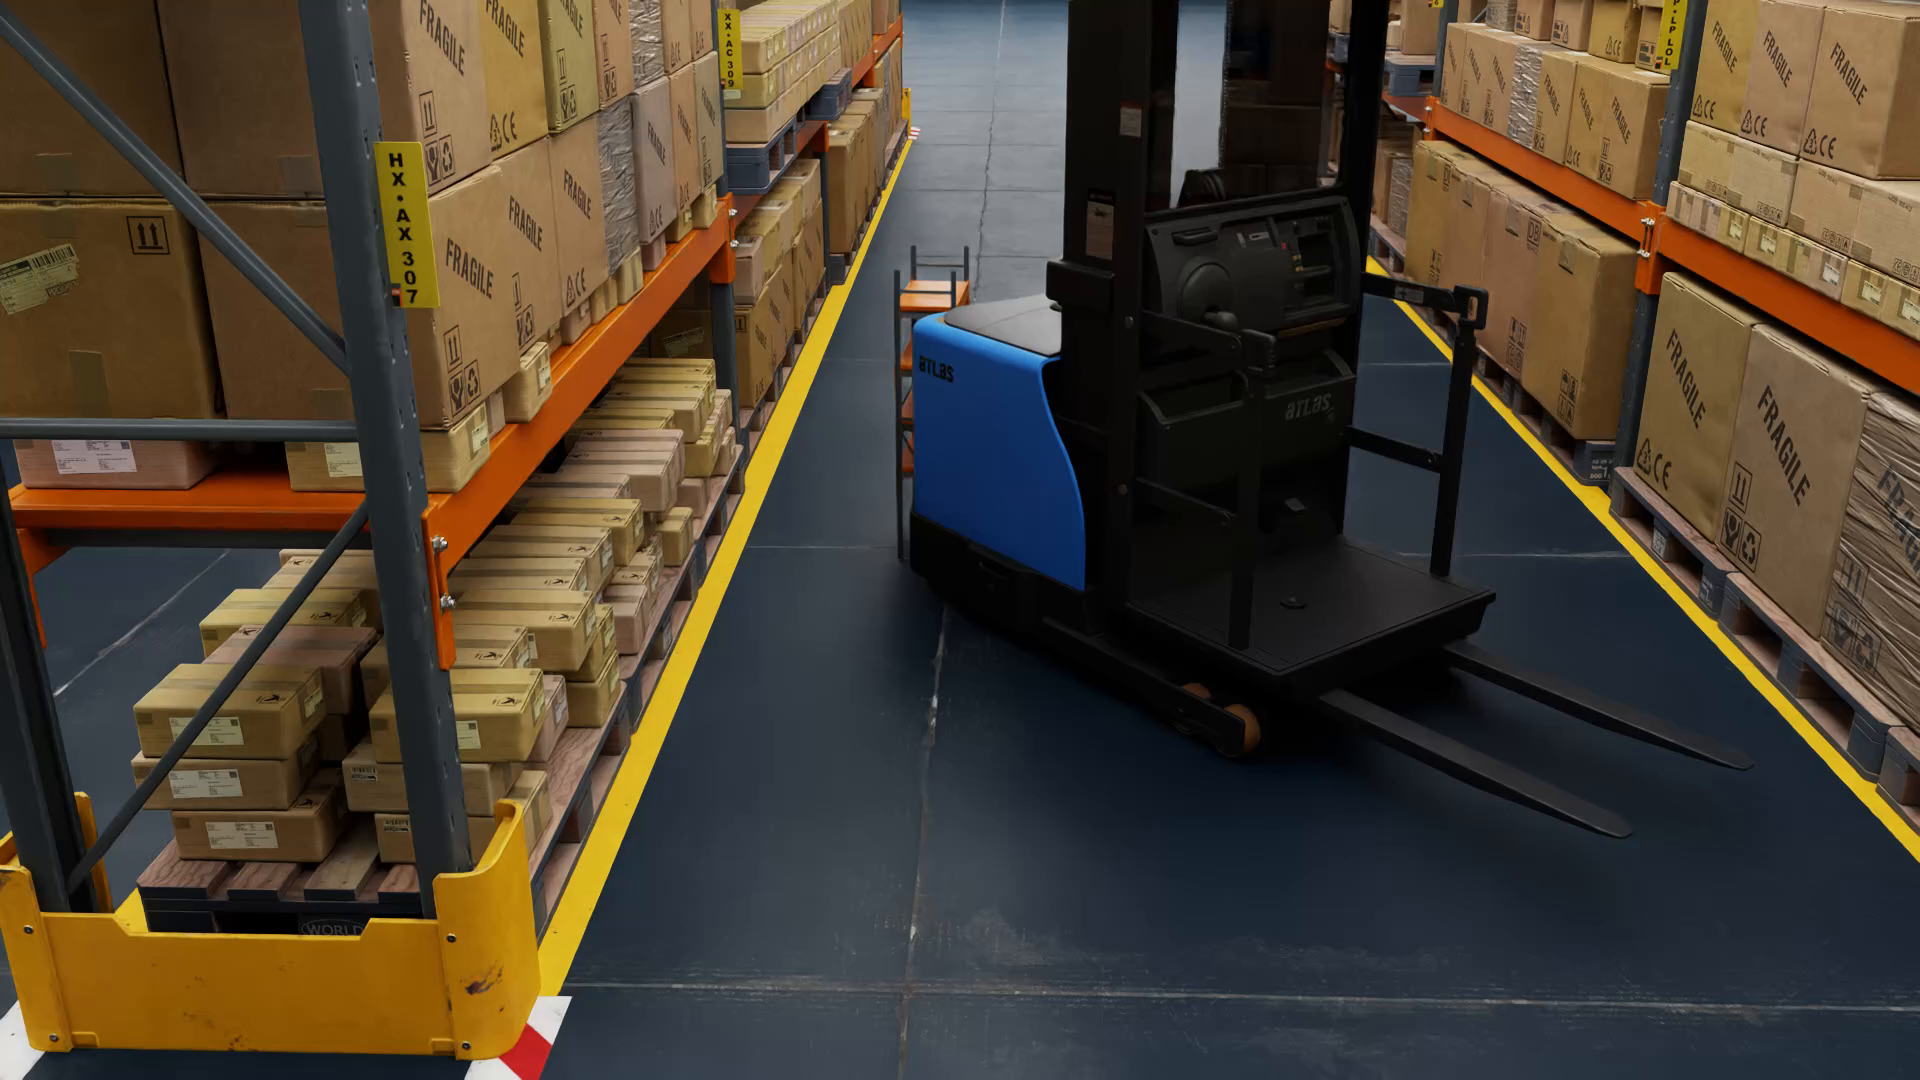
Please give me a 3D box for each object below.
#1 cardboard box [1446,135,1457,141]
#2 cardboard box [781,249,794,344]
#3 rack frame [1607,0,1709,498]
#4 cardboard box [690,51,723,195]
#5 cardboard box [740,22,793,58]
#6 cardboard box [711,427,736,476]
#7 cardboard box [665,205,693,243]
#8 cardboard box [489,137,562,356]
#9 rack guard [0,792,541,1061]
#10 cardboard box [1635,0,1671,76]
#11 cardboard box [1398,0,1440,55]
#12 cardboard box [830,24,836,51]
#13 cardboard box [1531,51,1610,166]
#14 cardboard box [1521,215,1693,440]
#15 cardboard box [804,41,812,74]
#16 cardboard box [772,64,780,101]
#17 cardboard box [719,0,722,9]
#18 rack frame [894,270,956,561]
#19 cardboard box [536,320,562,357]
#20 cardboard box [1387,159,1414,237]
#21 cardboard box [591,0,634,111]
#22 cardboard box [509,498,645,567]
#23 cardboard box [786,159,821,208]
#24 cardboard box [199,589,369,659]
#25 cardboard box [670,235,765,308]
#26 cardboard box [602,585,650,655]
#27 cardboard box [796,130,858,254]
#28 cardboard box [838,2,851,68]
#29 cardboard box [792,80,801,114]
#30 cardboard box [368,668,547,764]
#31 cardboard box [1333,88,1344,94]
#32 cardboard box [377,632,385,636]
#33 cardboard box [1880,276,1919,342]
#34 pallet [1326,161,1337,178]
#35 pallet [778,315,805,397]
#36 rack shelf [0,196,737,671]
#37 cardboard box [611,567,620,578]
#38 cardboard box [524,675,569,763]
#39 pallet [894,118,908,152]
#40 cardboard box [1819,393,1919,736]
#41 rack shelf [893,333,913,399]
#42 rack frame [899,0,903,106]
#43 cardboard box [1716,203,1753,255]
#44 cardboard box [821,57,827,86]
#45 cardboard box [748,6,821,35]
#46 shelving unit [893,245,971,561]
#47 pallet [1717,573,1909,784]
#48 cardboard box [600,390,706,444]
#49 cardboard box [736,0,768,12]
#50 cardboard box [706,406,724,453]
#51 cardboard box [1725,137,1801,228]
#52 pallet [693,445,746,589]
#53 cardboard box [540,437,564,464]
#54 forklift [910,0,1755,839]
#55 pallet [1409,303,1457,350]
[{"bbox_3d":[3.552,-2.655,11.535,0.500,0.250,0.500,1,21,4],"label":"cardboard box"},{"bbox_3d":[-1.210,-1.343,9.219,0.500,0.500,0.500,1,21,3],"label":"cardboard box"},{"bbox_3d":[3.440,-1.577,6.945,1.000,3.000,0.127,1,21,2],"label":"rack frame"},{"bbox_3d":[-1.247,-1.675,6.650,0.500,0.500,0.500,1,21,2],"label":"cardboard box"},{"bbox_3d":[-1.020,-2.445,8.128,0.380,0.149,0.250,0,21,1],"label":"cardboard box"},{"bbox_3d":[-1.186,-0.389,7.245,0.380,0.149,0.250,1,21,2],"label":"cardboard box"},{"bbox_3d":[-1.256,-1.254,6.462,0.380,0.149,0.250,1,21,4],"label":"cardboard box"},{"bbox_3d":[-1.356,-0.760,4.291,0.500,0.500,0.500,1,21,2],"label":"cardboard box"},{"bbox_3d":[-1.634,0.916,3.976,1.175,0.500,0.348,1,21,2],"label":"rack guard"},{"bbox_3d":[3.451,-2.322,7.341,0.797,0.503,0.637,0,21,0],"label":"cardboard box"},{"bbox_3d":[3.455,-3.664,11.606,0.700,0.500,0.500,4,22,10],"label":"cardboard box"},{"bbox_3d":[-0.960,-3.051,10.101,0.380,0.149,0.250,1,21,4],"label":"cardboard box"},{"bbox_3d":[3.212,-2.163,8.319,0.500,0.500,0.500,0,21,1],"label":"cardboard box"},{"bbox_3d":[3.439,-1.013,7.851,1.225,0.875,0.875,1,21,2],"label":"cardboard box"},{"bbox_3d":[-0.998,-2.588,8.907,0.380,0.149,0.250,0,21,1],"label":"cardboard box"},{"bbox_3d":[-1.037,-2.116,7.692,0.380,0.149,0.250,0,21,1],"label":"cardboard box"},{"bbox_3d":[-1.618,-3.119,9.865,0.380,0.149,0.250,1,21,1],"label":"cardboard box"},{"bbox_3d":[-0.134,-0.473,6.589,0.240,1.200,0.015,2,21,6],"label":"rack frame"},{"bbox_3d":[-1.367,-0.600,4.776,0.380,0.149,0.250,0,21,1],"label":"cardboard box"},{"bbox_3d":[3.566,-2.506,12.188,0.700,0.500,0.500,-1,21,-3],"label":"cardboard box"},{"bbox_3d":[-1.298,-1.587,5.040,0.500,0.500,0.500,0,21,0],"label":"cardboard box"},{"bbox_3d":[-1.261,-0.027,5.491,0.380,0.149,0.250,1,21,2],"label":"cardboard box"},{"bbox_3d":[-1.152,-2.244,10.503,0.500,0.250,0.500,0,21,0],"label":"cardboard box"},{"bbox_3d":[-1.928,0.255,4.763,0.380,0.149,0.250,0,21,0],"label":"cardboard box"},{"bbox_3d":[-1.228,-1.312,8.102,0.500,0.250,0.500,0,21,-1],"label":"cardboard box"},{"bbox_3d":[-1.249,0.267,5.555,0.380,0.149,0.250,0,21,-1],"label":"cardboard box"},{"bbox_3d":[-1.285,-2.480,11.804,1.050,0.750,0.750,0,21,1],"label":"cardboard box"},{"bbox_3d":[-1.081,-3.686,12.244,0.500,0.500,0.500,1,21,2],"label":"cardboard box"},{"bbox_3d":[-1.013,-2.257,8.466,0.380,0.149,0.250,0,21,-1],"label":"cardboard box"},{"bbox_3d":[-1.281,0.449,4.264,0.380,0.149,0.250,0,21,-1],"label":"cardboard box"},{"bbox_3d":[3.747,-4.278,16.782,0.500,0.500,0.500,3,21,7],"label":"cardboard box"},{"bbox_3d":[-1.781,0.295,5.071,0.380,0.149,0.250,0,21,1],"label":"cardboard box"},{"bbox_3d":[3.047,-0.698,5.029,0.380,0.149,0.250,1,21,3],"label":"cardboard box"},{"bbox_3d":[3.668,-3.412,15.532,1.003,0.211,1.213,1,21,2],"label":"pallet"},{"bbox_3d":[-1.458,-1.091,9.550,1.003,0.211,1.213,1,21,2],"label":"pallet"},{"bbox_3d":[-1.576,-0.609,5.447,1.077,0.370,4.000,1,21,2],"label":"rack shelf"},{"bbox_3d":[-1.366,0.014,5.795,0.380,0.149,0.250,2,21,4],"label":"cardboard box"},{"bbox_3d":[-1.299,0.488,4.573,0.380,0.149,0.250,1,21,1],"label":"cardboard box"},{"bbox_3d":[-1.096,-4.416,18.120,1.003,0.211,1.213,1,21,2],"label":"pallet"},{"bbox_3d":[3.285,0.103,4.973,0.875,0.875,0.875,1,21,2],"label":"cardboard box"},{"bbox_3d":[-0.108,-0.707,6.759,0.258,0.148,0.480,2,21,6],"label":"rack shelf"},{"bbox_3d":[-1.150,-6.006,18.362,1.000,3.000,0.127,1,21,2],"label":"rack frame"},{"bbox_3d":[3.083,-1.166,6.234,0.380,0.149,0.250,1,21,3],"label":"cardboard box"},{"bbox_3d":[-0.977,-2.736,9.701,0.380,0.149,0.250,0,21,1],"label":"cardboard box"},{"bbox_3d":[-0.985,-2.919,9.348,0.380,0.149,0.250,1,21,2],"label":"cardboard box"},{"bbox_3d":[-0.108,-0.561,6.816,0.258,1.200,0.503,2,21,6],"label":"shelving unit"},{"bbox_3d":[3.304,0.440,5.604,1.003,0.211,1.213,1,21,2],"label":"pallet"},{"bbox_3d":[-1.234,-0.497,6.702,0.380,0.149,0.250,0,21,1],"label":"cardboard box"},{"bbox_3d":[-1.370,-3.789,11.127,0.700,0.500,0.500,1,21,1],"label":"cardboard box"},{"bbox_3d":[-1.203,-0.458,7.011,0.380,0.149,0.250,0,21,-1],"label":"cardboard box"},{"bbox_3d":[3.143,-1.299,6.025,0.500,0.250,0.500,1,21,1],"label":"cardboard box"},{"bbox_3d":[-1.500,-0.124,7.058,1.003,0.211,1.213,1,21,2],"label":"pallet"},{"bbox_3d":[-1.744,-0.404,6.462,0.380,0.149,0.250,0,21,0],"label":"cardboard box"},{"bbox_3d":[1.097,-0.881,5.247,1.130,2.935,3.031,-15,26,-34],"label":"forklift"},{"bbox_3d":[3.462,-1.439,10.445,1.003,0.211,1.213,1,21,2],"label":"pallet"}]
